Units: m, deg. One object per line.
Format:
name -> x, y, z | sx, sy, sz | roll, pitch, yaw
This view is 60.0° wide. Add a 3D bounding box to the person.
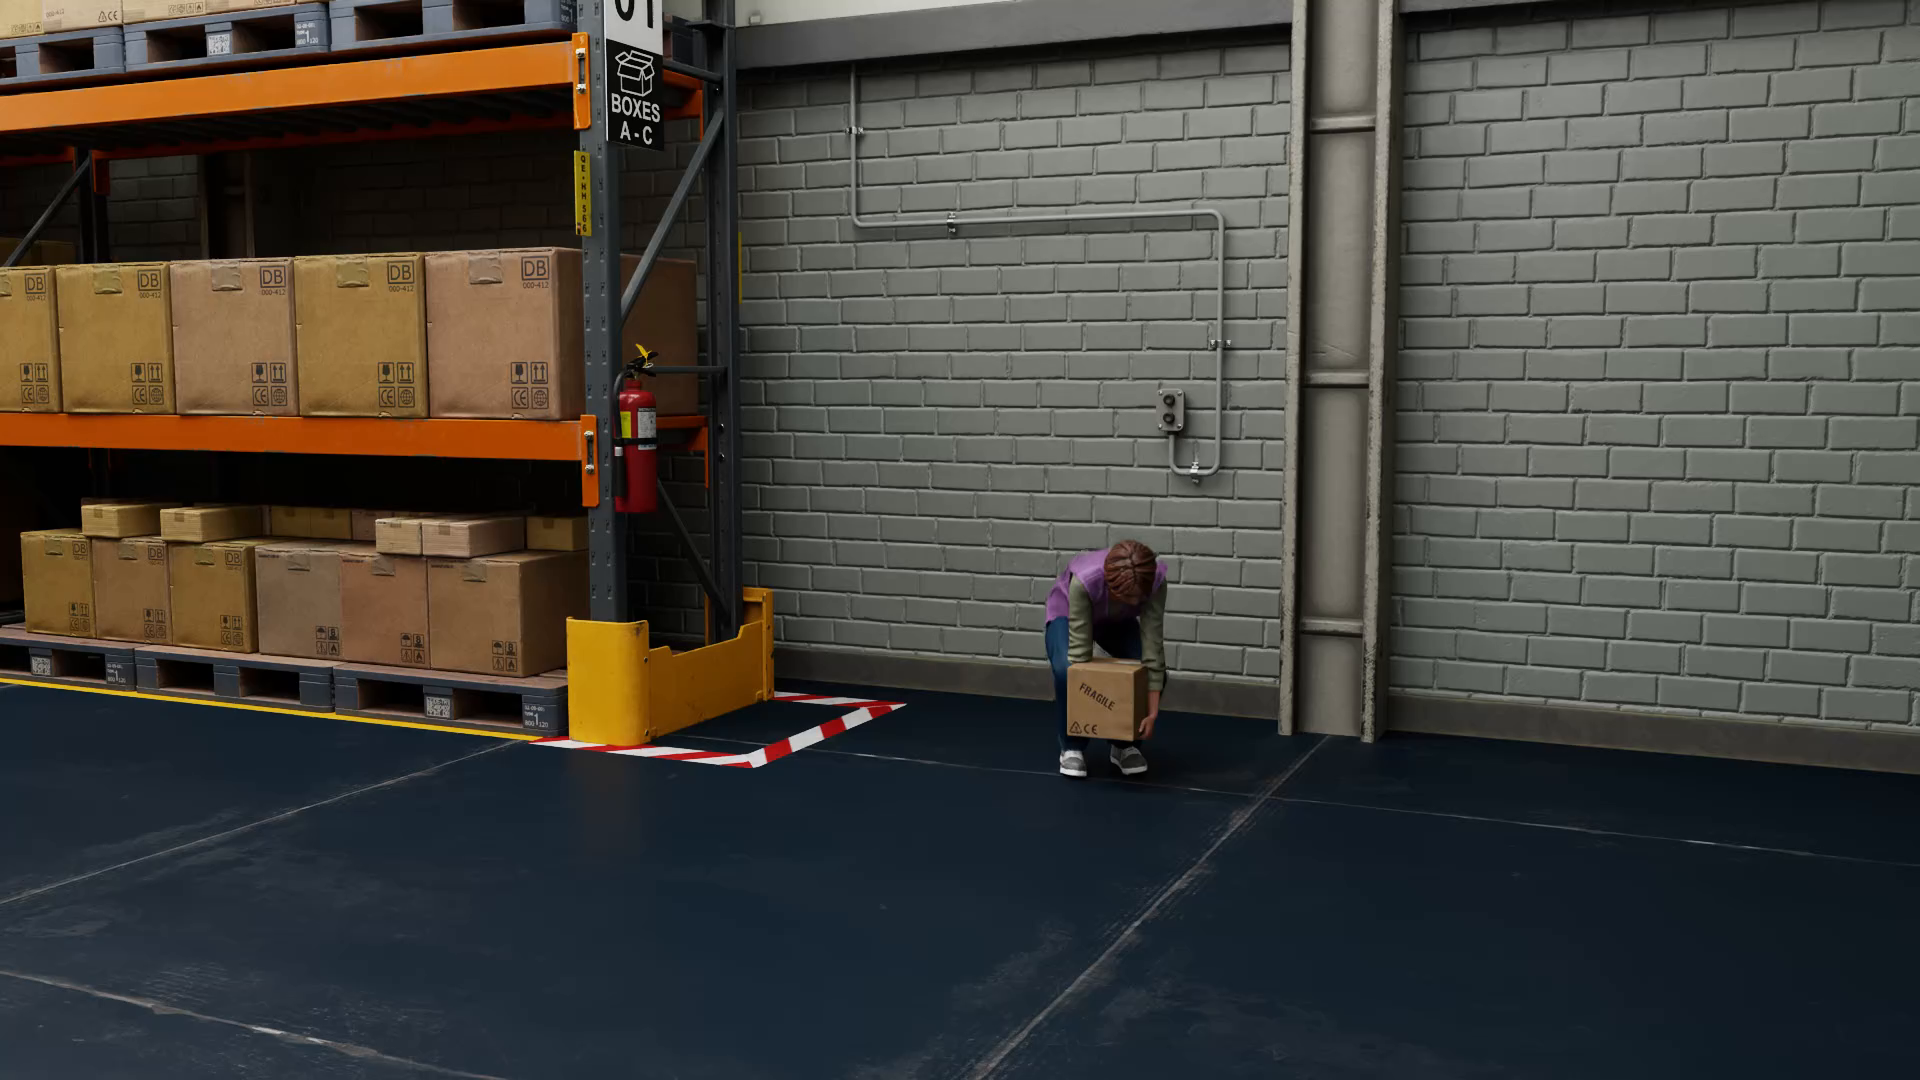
person -> 0.544, 0.429, 6.138 | 0.426, 0.918, 0.830 | -1, 6, -6
